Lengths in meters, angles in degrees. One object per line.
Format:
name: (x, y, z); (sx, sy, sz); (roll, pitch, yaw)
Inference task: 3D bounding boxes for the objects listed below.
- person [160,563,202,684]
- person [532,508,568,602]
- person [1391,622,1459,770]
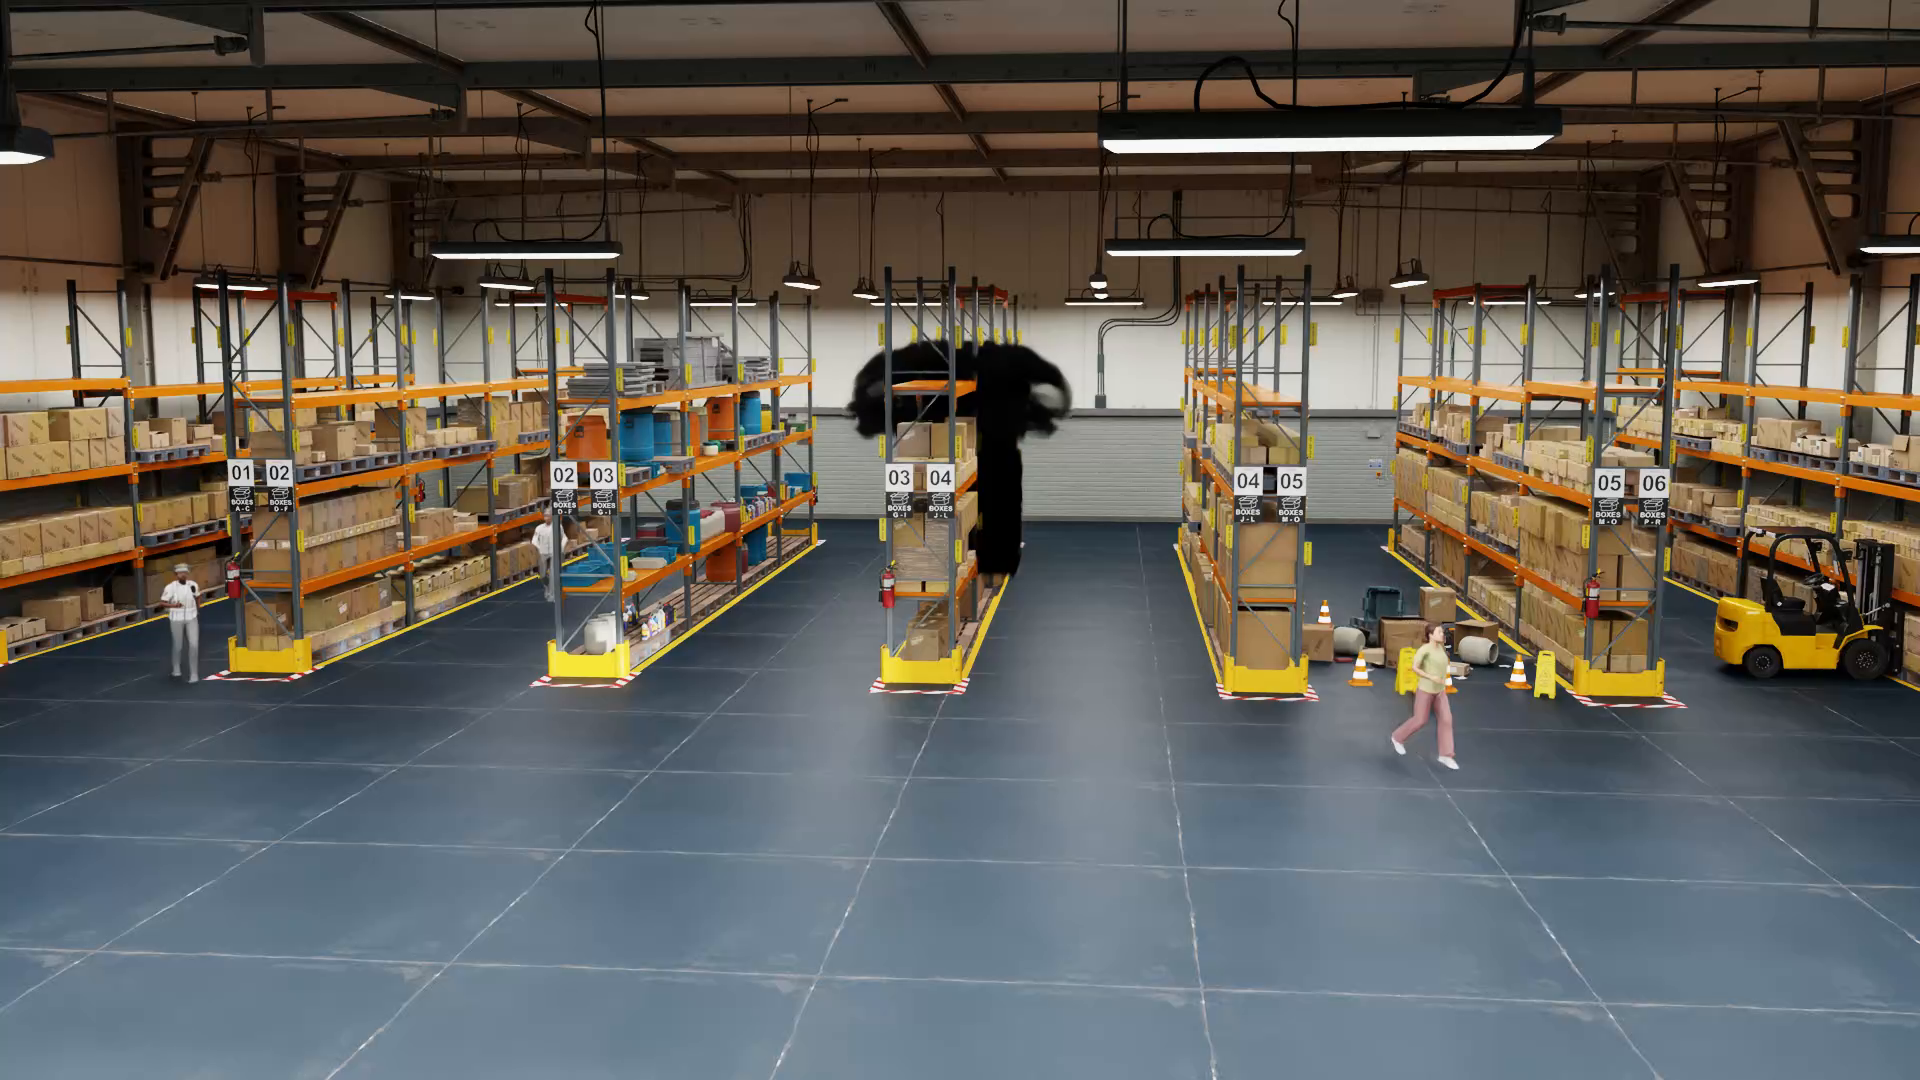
person: (-11.388, 1.202, 24.369); (0.578, 1.748, 0.773); (-4, 8, -30)
person: (-7.372, 0.256, 29.896); (0.625, 1.665, 0.641); (-1, 7, -8)
person: (5.557, 1.792, 19.589); (0.616, 1.666, 0.974); (-5, 8, -34)
